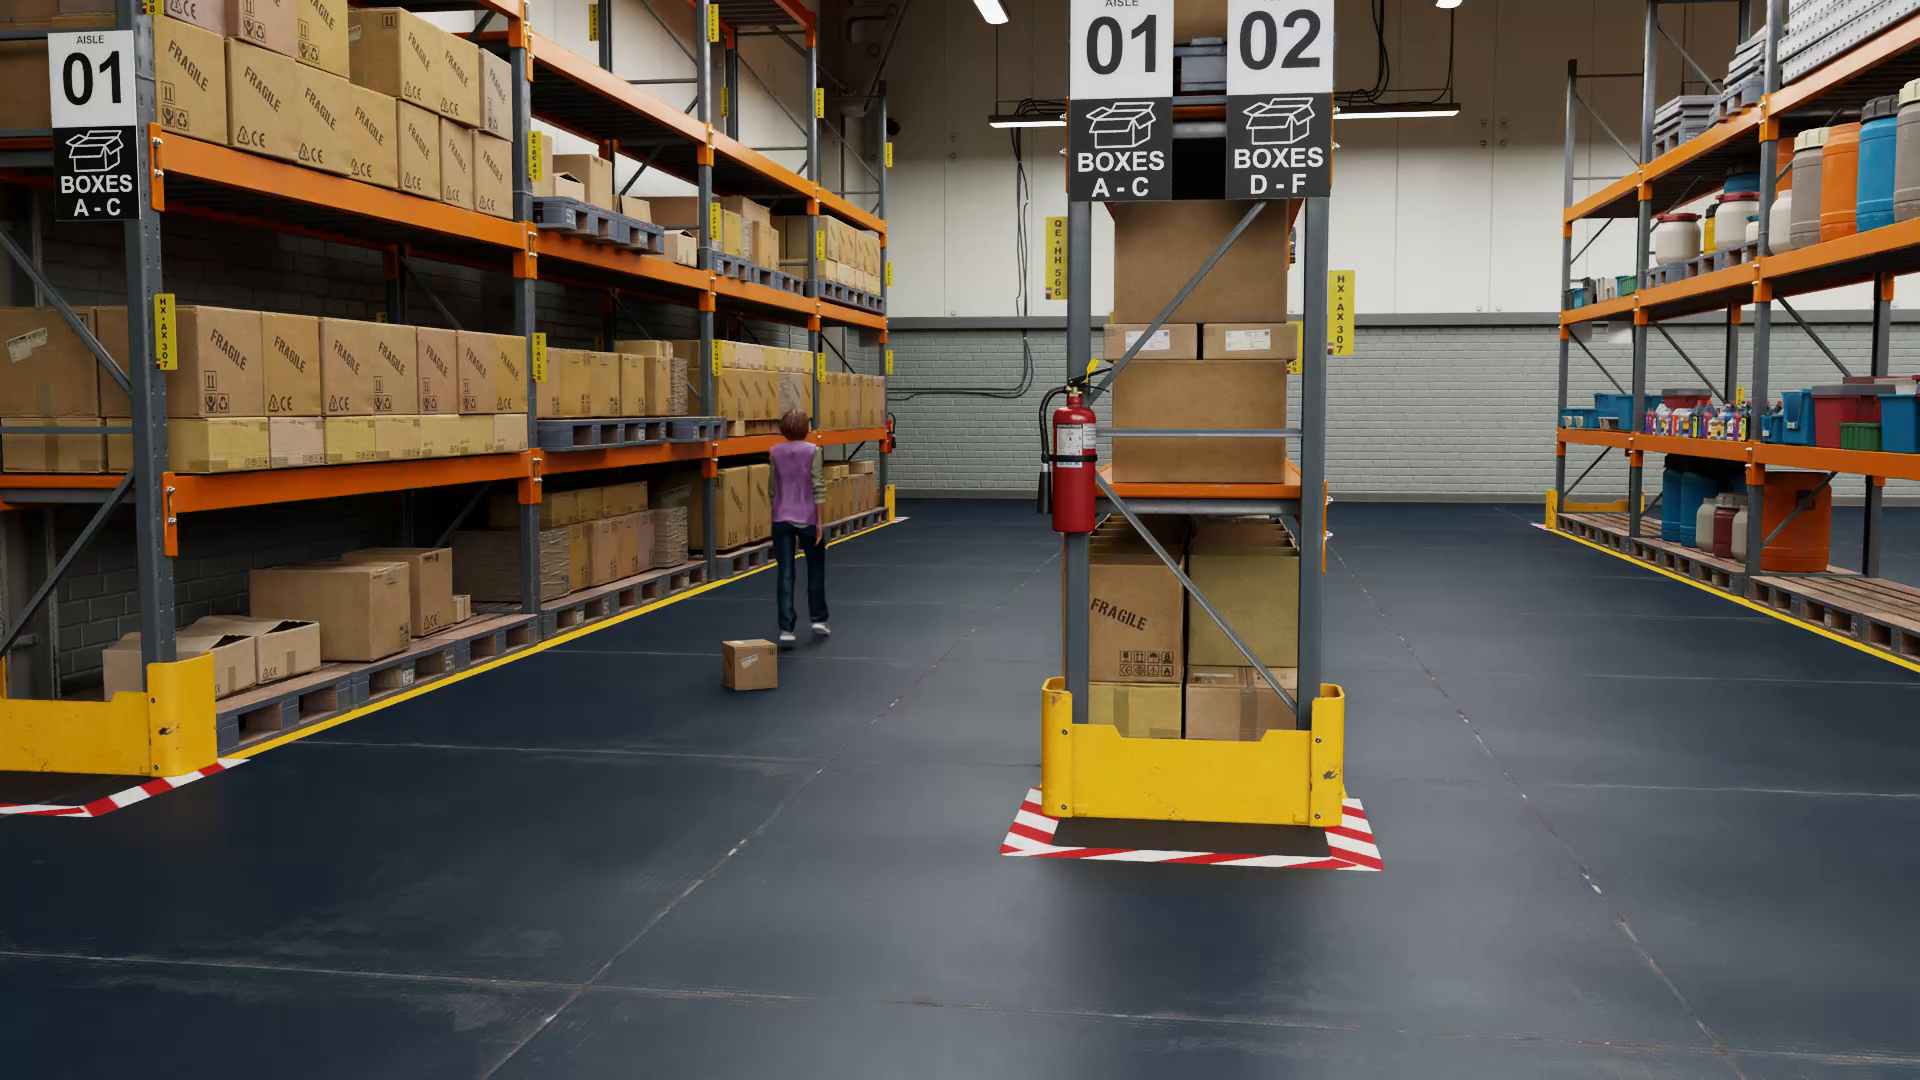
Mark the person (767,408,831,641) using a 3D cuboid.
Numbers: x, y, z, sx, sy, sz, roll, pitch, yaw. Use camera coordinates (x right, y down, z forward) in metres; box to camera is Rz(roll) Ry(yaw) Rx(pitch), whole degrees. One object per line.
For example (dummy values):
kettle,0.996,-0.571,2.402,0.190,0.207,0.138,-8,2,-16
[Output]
person,-1.099,-0.106,11.313,0.428,1.584,0.827,0,5,5
